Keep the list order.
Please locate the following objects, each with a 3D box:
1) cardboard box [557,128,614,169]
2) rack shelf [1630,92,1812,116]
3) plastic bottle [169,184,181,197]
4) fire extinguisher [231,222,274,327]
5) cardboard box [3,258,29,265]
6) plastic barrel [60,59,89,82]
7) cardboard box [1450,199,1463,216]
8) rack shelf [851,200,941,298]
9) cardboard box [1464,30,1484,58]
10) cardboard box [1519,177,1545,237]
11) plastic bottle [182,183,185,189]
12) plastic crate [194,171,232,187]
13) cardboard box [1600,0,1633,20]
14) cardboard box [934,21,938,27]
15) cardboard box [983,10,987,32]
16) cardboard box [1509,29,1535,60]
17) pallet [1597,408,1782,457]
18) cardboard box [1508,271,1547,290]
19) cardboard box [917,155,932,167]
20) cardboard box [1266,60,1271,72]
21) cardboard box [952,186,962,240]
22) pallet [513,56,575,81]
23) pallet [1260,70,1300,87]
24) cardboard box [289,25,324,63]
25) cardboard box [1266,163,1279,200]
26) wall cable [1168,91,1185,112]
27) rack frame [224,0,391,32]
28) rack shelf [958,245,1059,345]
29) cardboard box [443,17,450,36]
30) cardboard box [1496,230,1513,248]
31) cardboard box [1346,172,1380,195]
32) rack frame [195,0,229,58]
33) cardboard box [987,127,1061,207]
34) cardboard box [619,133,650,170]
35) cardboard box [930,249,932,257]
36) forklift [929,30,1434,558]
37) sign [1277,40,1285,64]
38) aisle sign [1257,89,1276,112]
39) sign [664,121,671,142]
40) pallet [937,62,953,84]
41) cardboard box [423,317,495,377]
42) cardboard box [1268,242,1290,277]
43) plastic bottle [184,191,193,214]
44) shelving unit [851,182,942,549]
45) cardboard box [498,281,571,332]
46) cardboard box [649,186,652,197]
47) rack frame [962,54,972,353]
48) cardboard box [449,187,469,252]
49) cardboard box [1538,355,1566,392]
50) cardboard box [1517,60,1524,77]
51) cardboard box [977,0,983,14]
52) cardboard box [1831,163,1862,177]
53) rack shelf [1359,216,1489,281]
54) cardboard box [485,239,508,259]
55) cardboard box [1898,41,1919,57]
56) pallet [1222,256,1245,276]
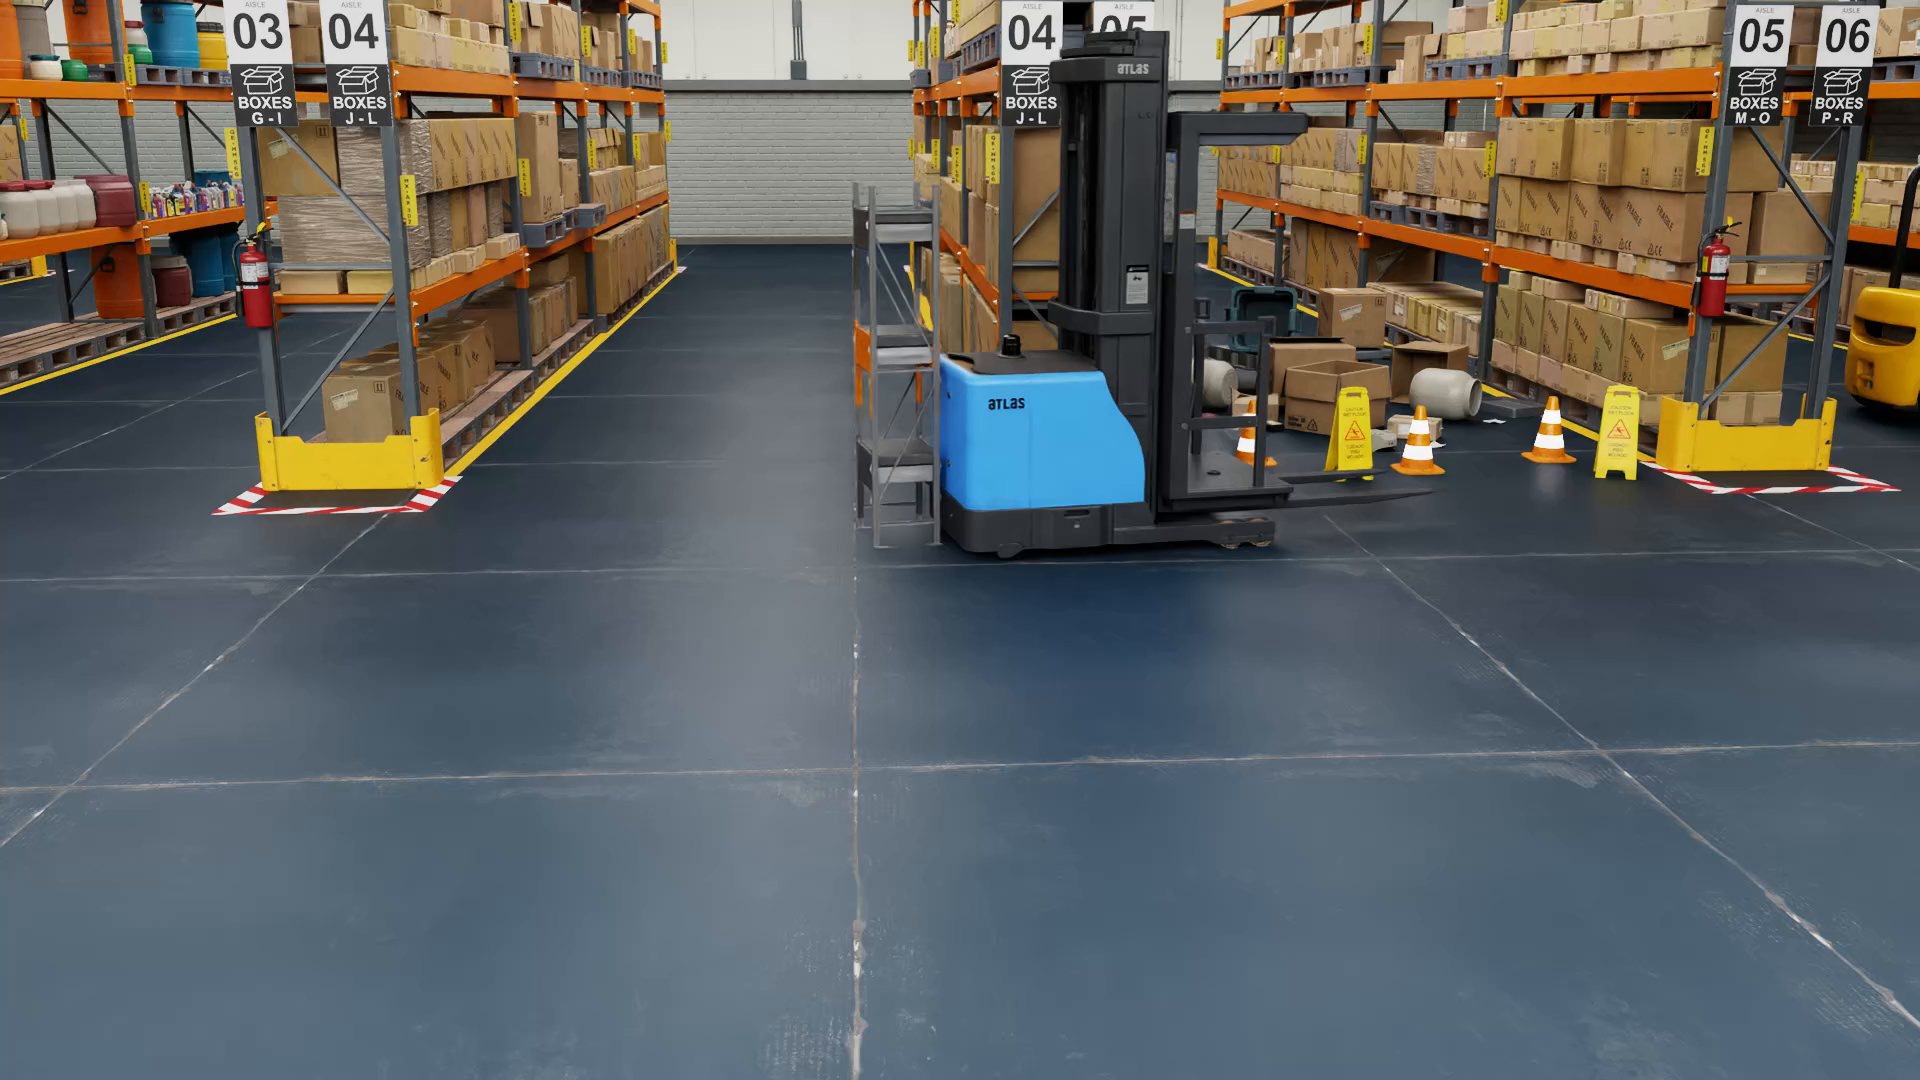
[{"bbox_3d":[-4.857,-5.009,21.262,0.797,0.503,0.637,-1,14,-3],"label":"cardboard box"},{"bbox_3d":[10.033,-5.642,21.359,1.077,0.370,4.000,-1,14,-3],"label":"rack shelf"},{"bbox_3d":[-9.571,-4.171,20.316,0.144,0.351,0.185,-1,14,-3],"label":"plastic bottle"},{"bbox_3d":[-4.645,-1.747,10.952,0.296,0.674,0.183,-1,14,-3],"label":"fire extinguisher"},{"bbox_3d":[-14.792,-4.518,25.702,0.500,0.500,0.500,-1,14,-3],"label":"cardboard box"},{"bbox_3d":[-9.565,-5.050,17.926,0.294,0.245,0.294,0,14,0],"label":"plastic barrel"},{"bbox_3d":[5.093,-3.303,16.505,0.380,0.149,0.250,-1,14,-4],"label":"cardboard box"},{"bbox_3d":[-0.375,-1.699,9.661,0.431,0.518,0.480,-4,15,-14],"label":"rack shelf"},{"bbox_3d":[5.244,-4.820,16.180,0.500,0.250,0.500,-1,14,-3],"label":"cardboard box"},{"bbox_3d":[5.254,-2.922,14.567,0.500,0.500,0.500,-1,14,-4],"label":"cardboard box"},{"bbox_3d":[-10.282,-4.574,22.017,0.061,0.283,0.133,-1,14,-3],"label":"plastic bottle"},{"bbox_3d":[-10.248,-4.860,22.808,0.392,0.384,0.575,-1,14,-3],"label":"plastic crate"},{"bbox_3d":[5.255,-4.151,13.023,0.380,0.149,0.250,-1,14,-2],"label":"cardboard box"},{"bbox_3d":[-0.116,-6.149,20.149,0.396,0.266,0.258,-1,14,-3],"label":"cardboard box"},{"bbox_3d":[0.359,-3.721,11.911,0.380,0.149,0.250,-1,14,-3],"label":"cardboard box"},{"bbox_3d":[5.205,-4.378,14.708,0.500,0.250,0.500,-1,14,-5],"label":"cardboard box"},{"bbox_3d":[5.679,-0.844,12.884,1.003,0.211,1.213,-1,14,-3],"label":"pallet"},{"bbox_3d":[5.166,-2.334,14.947,0.380,0.149,0.250,-1,14,-3],"label":"cardboard box"},{"bbox_3d":[-0.364,-4.926,21.618,0.380,0.149,0.250,-1,14,-4],"label":"cardboard box"},{"bbox_3d":[4.580,-6.760,23.721,0.380,0.149,0.250,-1,14,-2],"label":"cardboard box"},{"bbox_3d":[0.186,-3.166,16.111,0.500,0.500,0.500,-1,14,-4],"label":"cardboard box"},{"bbox_3d":[-4.439,-4.590,16.202,1.213,0.211,1.003,-1,14,-3],"label":"pallet"},{"bbox_3d":[4.915,-6.571,23.703,1.003,0.211,1.213,-1,14,-3],"label":"pallet"},{"bbox_3d":[-4.476,-3.316,11.177,0.500,0.250,0.500,-1,14,-2],"label":"cardboard box"},{"bbox_3d":[4.671,-5.117,23.695,0.500,0.500,0.500,-1,14,-3],"label":"cardboard box"},{"bbox_3d":[4.335,-7.862,32.460,0.585,1.953,0.123,-1,14,-3],"label":"wall cable"},{"bbox_3d":[-4.192,-4.726,10.333,1.000,3.000,0.127,-1,14,-3],"label":"rack frame"},{"bbox_3d":[0.641,-2.021,13.304,1.077,0.370,4.000,-1,14,-3],"label":"rack shelf"},{"bbox_3d":[-4.116,-3.916,12.706,0.380,0.149,0.250,-1,14,-5],"label":"cardboard box"},{"bbox_3d":[5.150,-2.763,15.249,0.380,0.149,0.250,-1,14,-4],"label":"cardboard box"},{"bbox_3d":[4.919,-4.249,19.818,0.500,0.250,0.500,-1,14,-4],"label":"cardboard box"},{"bbox_3d":[-9.879,-7.633,21.635,1.000,3.000,0.127,-1,14,-3],"label":"rack frame"},{"bbox_3d":[0.654,-2.695,12.015,0.875,0.550,0.550,-1,14,-3],"label":"cardboard box"},{"bbox_3d":[-4.770,-5.614,24.026,0.500,0.500,0.500,-1,14,-5],"label":"cardboard box"},{"bbox_3d":[-0.134,-3.765,21.308,0.500,0.250,0.500,0,14,-1],"label":"cardboard box"},{"bbox_3d":[1.385,-1.491,9.940,3.031,2.935,1.130,-4,15,-14],"label":"forklift"},{"bbox_3d":[4.401,-6.690,22.792,0.100,0.325,0.005,-1,14,-3],"label":"sign"},{"bbox_3d":[5.012,-7.234,26.905,0.394,0.787,0.004,-1,14,-3],"label":"aisle sign"},{"bbox_3d":[-4.641,-6.480,26.392,0.100,0.325,0.005,-1,14,-3],"label":"sign"},{"bbox_3d":[0.362,-5.063,18.044,1.213,0.211,1.003,0,14,-1],"label":"pallet"},{"bbox_3d":[-4.455,-1.708,14.817,0.500,0.500,0.500,-1,14,-5],"label":"cardboard box"},{"bbox_3d":[5.023,-4.078,24.155,0.875,0.438,0.875,-1,14,-4],"label":"cardboard box"},{"bbox_3d":[-9.387,-4.100,20.200,0.097,0.271,0.097,0,14,0],"label":"plastic bottle"},{"bbox_3d":[-0.375,-1.034,9.832,0.431,2.100,0.503,-4,15,-14],"label":"shelving unit"},{"bbox_3d":[-4.579,-2.508,17.889,0.700,0.500,0.500,-2,15,-8],"label":"cardboard box"},{"bbox_3d":[-4.703,-5.084,24.270,0.380,0.149,0.250,-1,14,-3],"label":"cardboard box"},{"bbox_3d":[0.517,-2.866,15.147,1.000,3.000,0.127,-1,14,-3],"label":"rack frame"},{"bbox_3d":[-4.357,-2.522,13.011,0.875,0.500,0.500,-1,14,-3],"label":"cardboard box"},{"bbox_3d":[5.298,-1.424,14.218,0.500,0.250,0.500,-1,14,-4],"label":"cardboard box"},{"bbox_3d":[5.223,-4.217,14.880,0.380,0.149,0.250,-1,14,-4],"label":"cardboard box"},{"bbox_3d":[0.395,-4.014,12.249,0.500,0.250,0.500,-1,14,-4],"label":"cardboard box"},{"bbox_3d":[9.971,-4.124,18.534,0.380,0.149,0.250,-1,14,-3],"label":"cardboard box"},{"bbox_3d":[5.327,-3.117,17.565,1.077,0.370,4.000,-1,14,-3],"label":"rack shelf"},{"bbox_3d":[-4.045,-2.459,14.066,0.380,0.149,0.250,-1,14,-3],"label":"cardboard box"},{"bbox_3d":[9.986,-5.089,17.226,0.380,0.149,0.250,-1,14,-4],"label":"cardboard box"},{"bbox_3d":[4.835,-4.404,26.720,1.003,0.211,1.213,-1,14,-3],"label":"pallet"}]
